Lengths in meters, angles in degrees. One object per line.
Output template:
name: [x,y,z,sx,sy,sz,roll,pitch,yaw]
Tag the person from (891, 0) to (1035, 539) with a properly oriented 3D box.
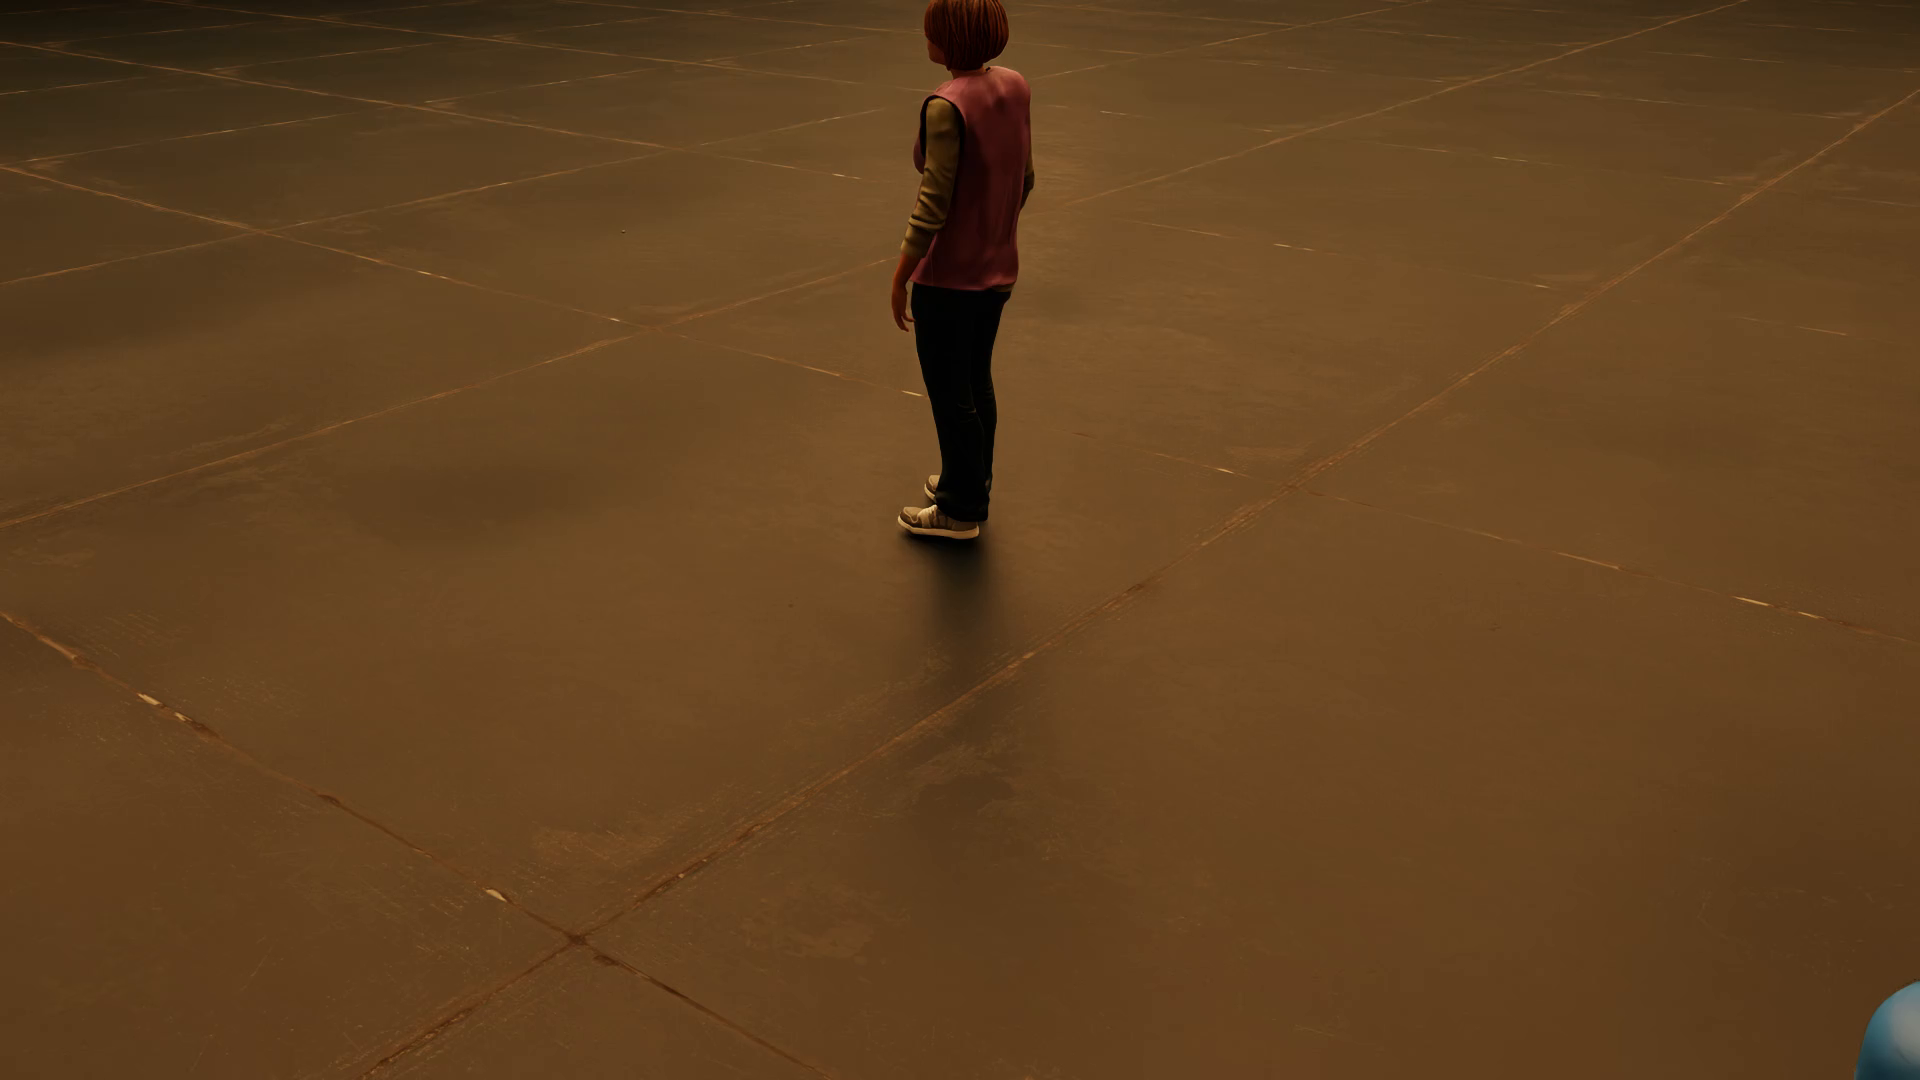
person: [-0.050,-0.762,4.745,0.476,1.597,0.520,17,29,34]
